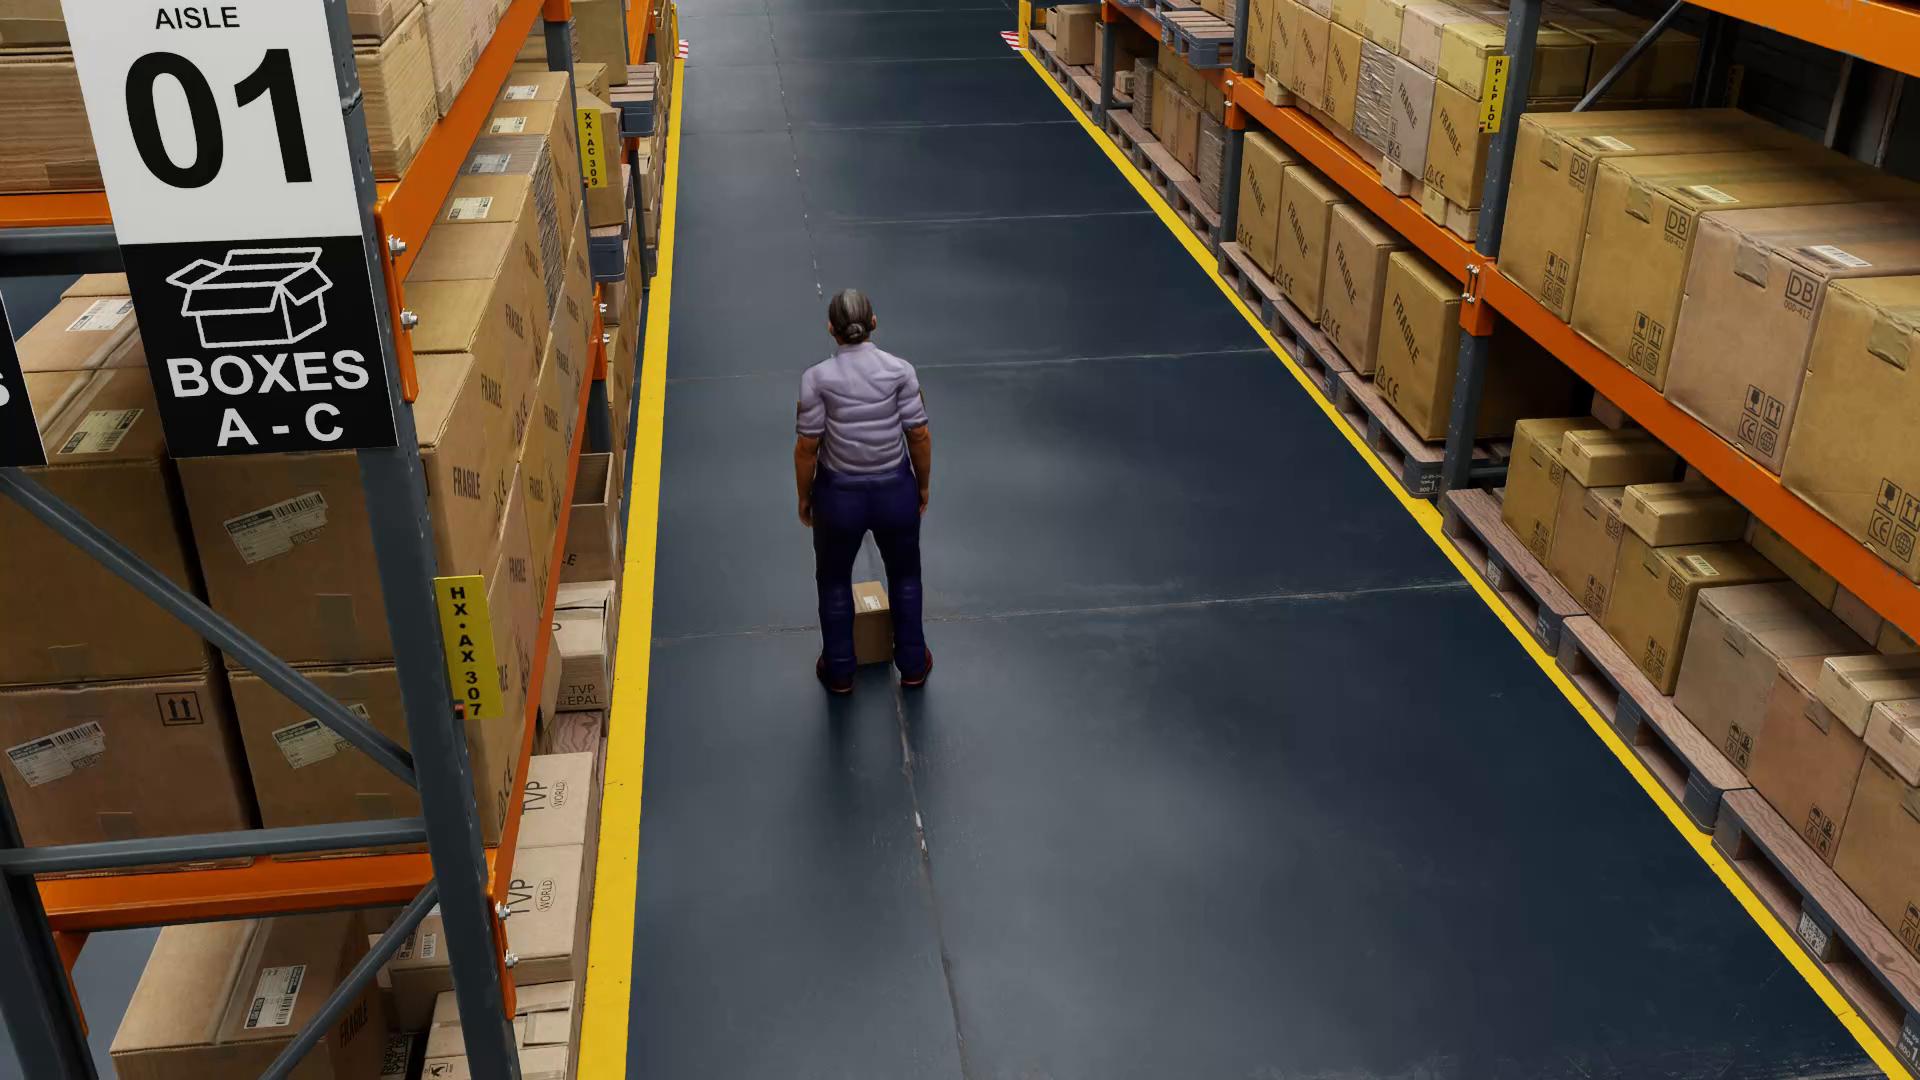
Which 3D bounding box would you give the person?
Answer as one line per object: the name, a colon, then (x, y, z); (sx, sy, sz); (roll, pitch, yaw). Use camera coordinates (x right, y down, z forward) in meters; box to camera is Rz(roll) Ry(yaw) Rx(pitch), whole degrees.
person: (-0.364, -0.160, 6.438); (0.542, 1.651, 0.369); (-5, 28, -9)
